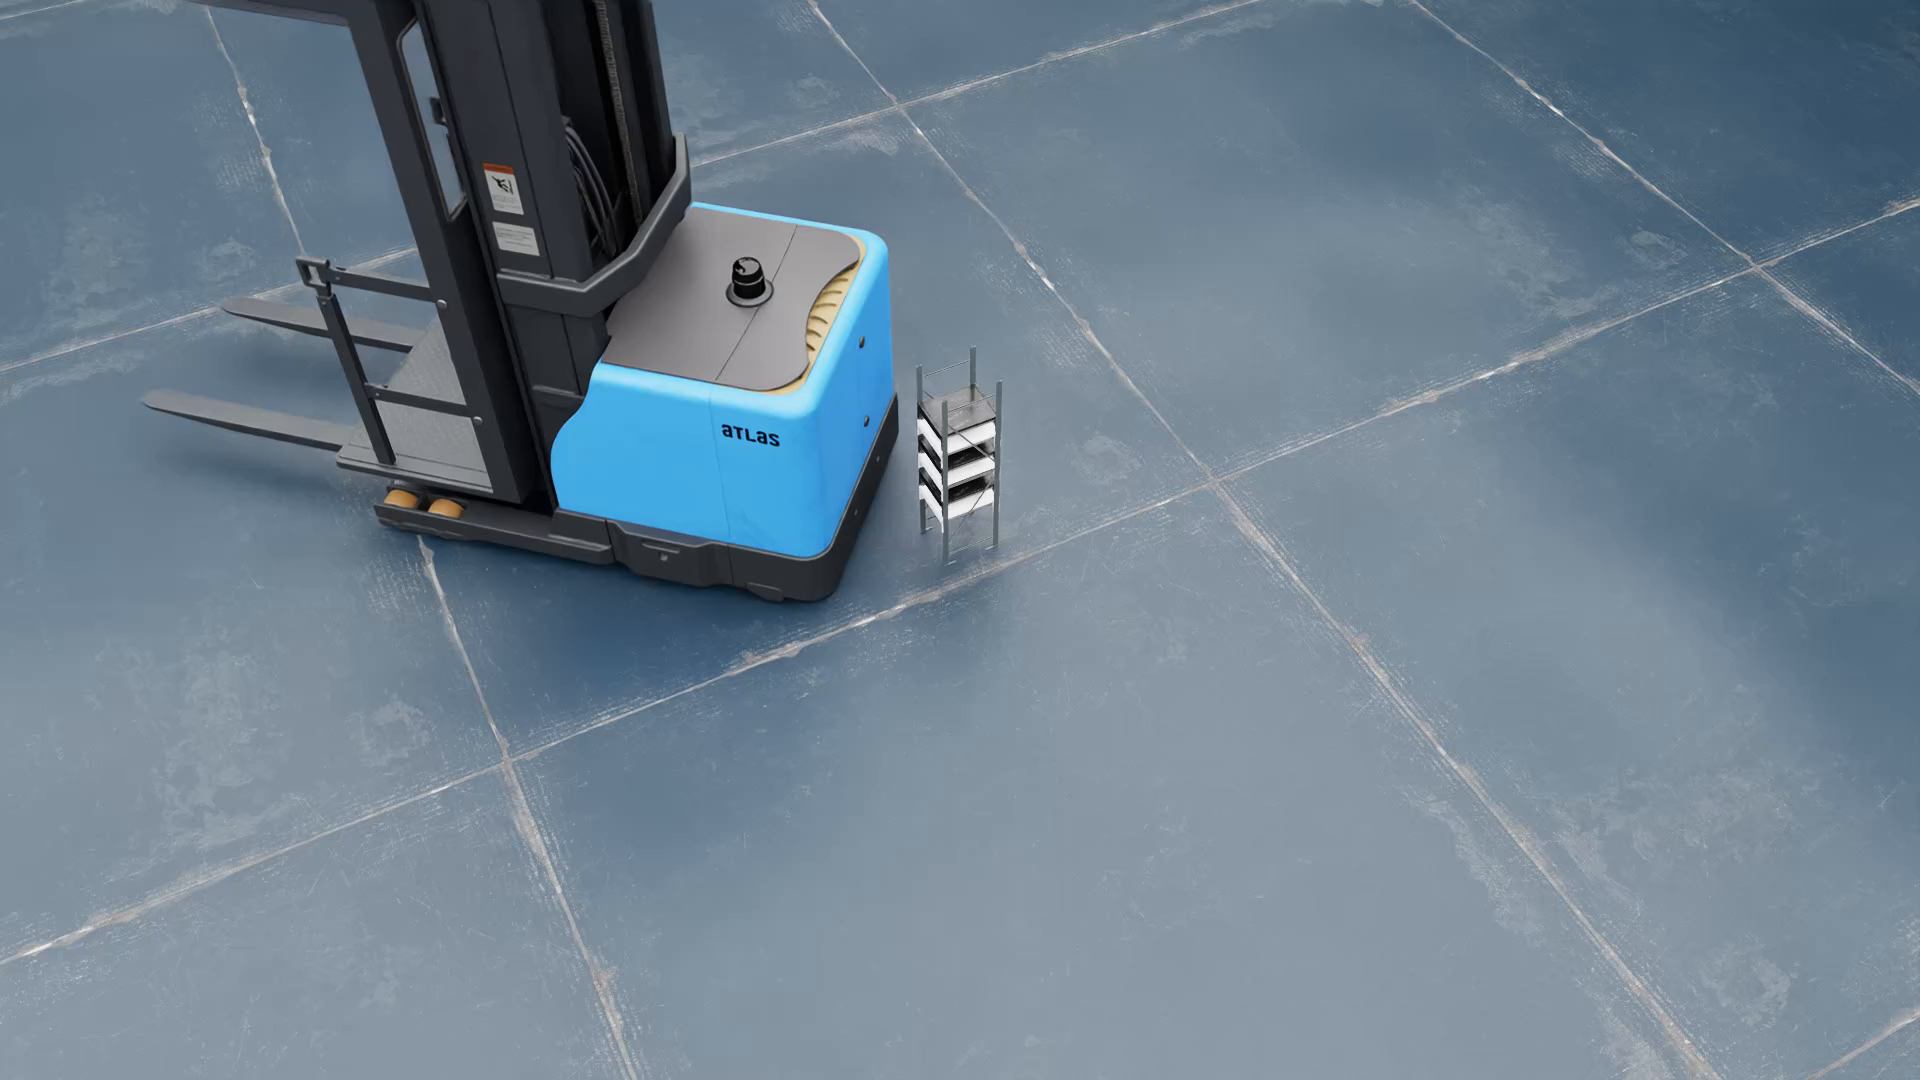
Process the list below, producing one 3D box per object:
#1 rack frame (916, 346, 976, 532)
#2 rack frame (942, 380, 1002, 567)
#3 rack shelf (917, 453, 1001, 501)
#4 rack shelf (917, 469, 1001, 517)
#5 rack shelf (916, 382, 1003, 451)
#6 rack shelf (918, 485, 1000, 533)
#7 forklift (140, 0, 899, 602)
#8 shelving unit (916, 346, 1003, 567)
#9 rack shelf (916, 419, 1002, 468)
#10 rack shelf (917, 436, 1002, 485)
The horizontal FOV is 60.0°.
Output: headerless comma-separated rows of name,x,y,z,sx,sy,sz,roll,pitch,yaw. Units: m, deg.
rack frame,-0.050,-0.370,6.368,0.240,0.900,0.006,-21,52,-18
rack frame,0.043,-0.234,6.249,0.240,0.900,0.006,-21,52,-18
rack shelf,-0.004,-0.280,6.334,0.258,0.077,0.200,-21,52,-18
rack shelf,-0.004,-0.221,6.401,0.258,0.077,0.200,-21,52,-18
rack shelf,-0.004,-0.458,6.131,0.258,0.077,0.200,-21,52,-18
rack shelf,-0.004,-0.161,6.469,0.258,0.077,0.200,-21,52,-18
forklift,-1.830,-1.340,5.868,3.031,2.935,1.130,11,50,10
shelving unit,-0.004,-0.302,6.309,0.258,0.900,0.210,-21,52,-18
rack shelf,-0.004,-0.398,6.198,0.258,0.077,0.200,-21,52,-18
rack shelf,-0.004,-0.339,6.266,0.258,0.077,0.200,-21,52,-18
